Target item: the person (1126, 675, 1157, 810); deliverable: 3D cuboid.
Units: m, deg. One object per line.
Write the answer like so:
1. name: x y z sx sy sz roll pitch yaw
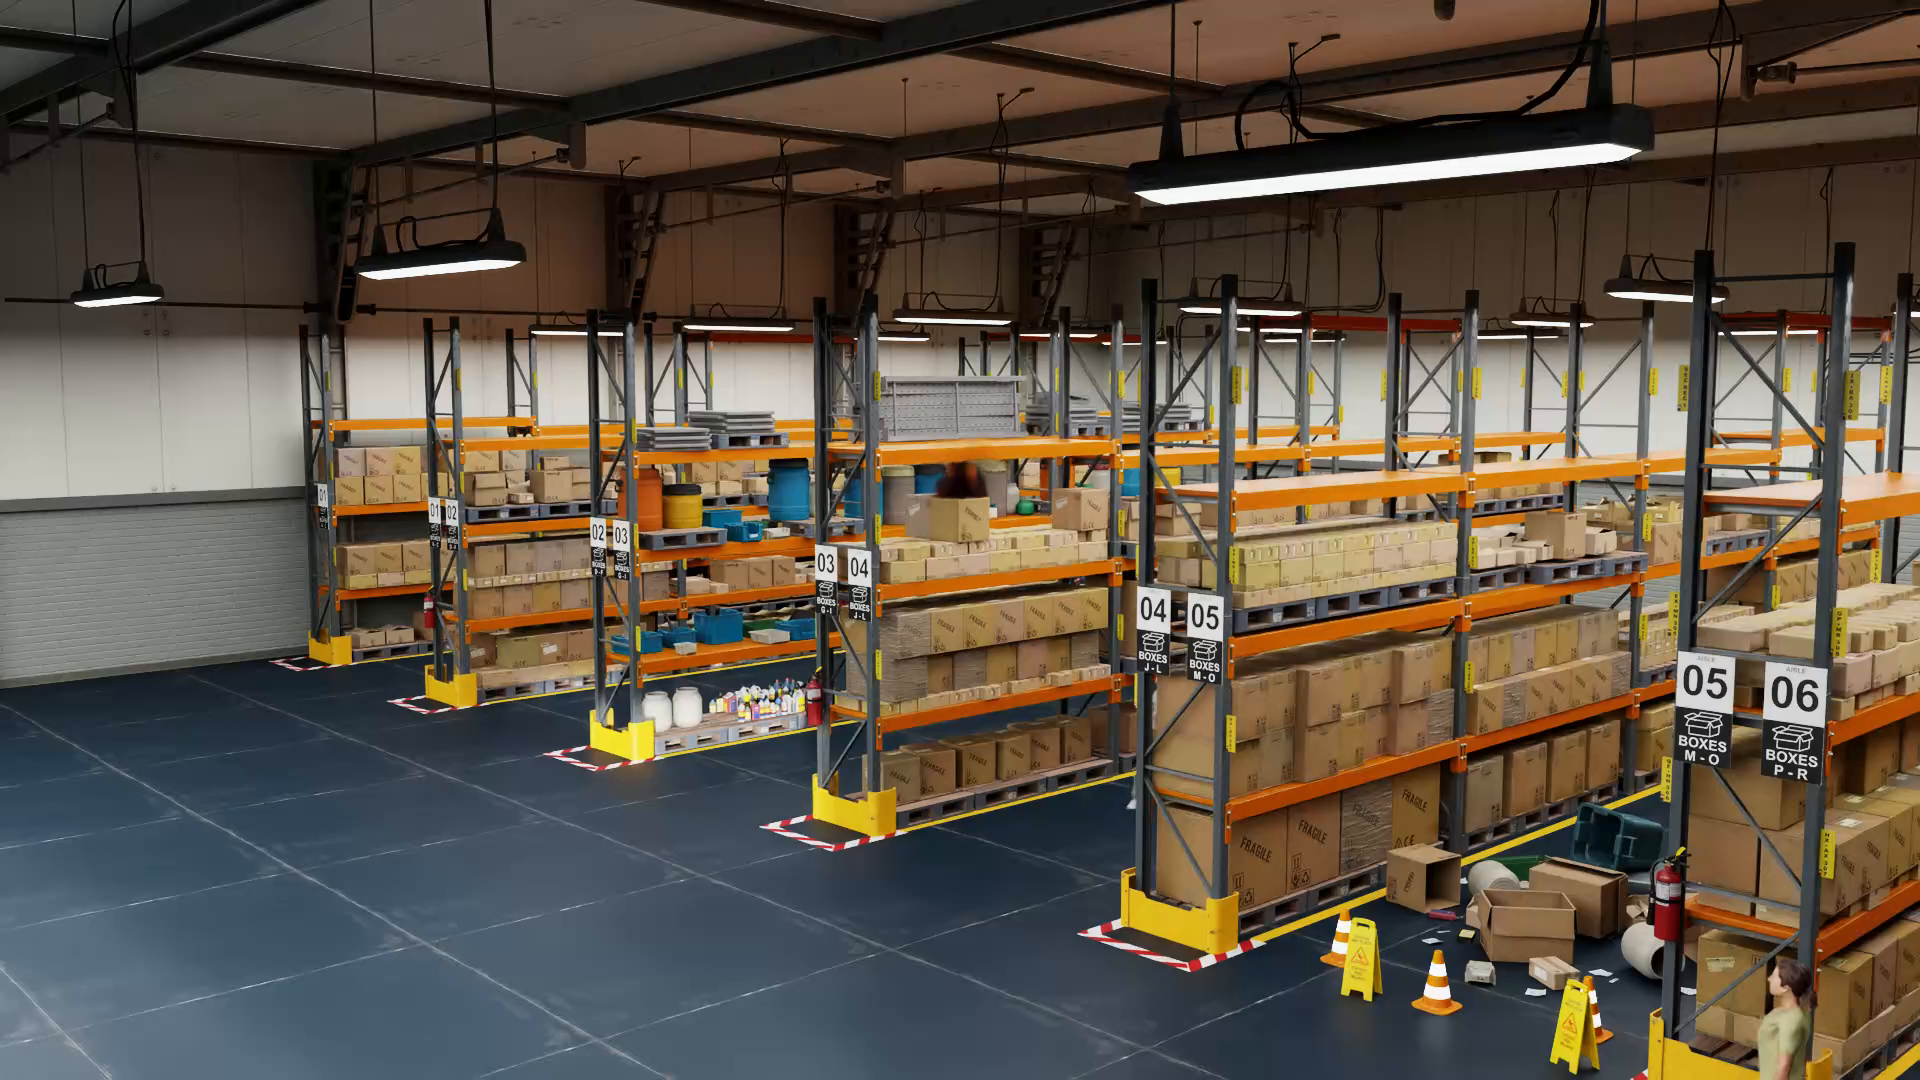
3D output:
1. person: 2.409 2.353 19.755 0.830 1.693 0.515 -5 7 -38

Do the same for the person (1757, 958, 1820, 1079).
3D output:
1. person: 4.971 3.327 9.963 0.733 1.659 0.442 3 7 28

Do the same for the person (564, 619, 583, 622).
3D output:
1. person: -6.781 1.326 29.376 0.650 1.825 0.578 0 6 -1
